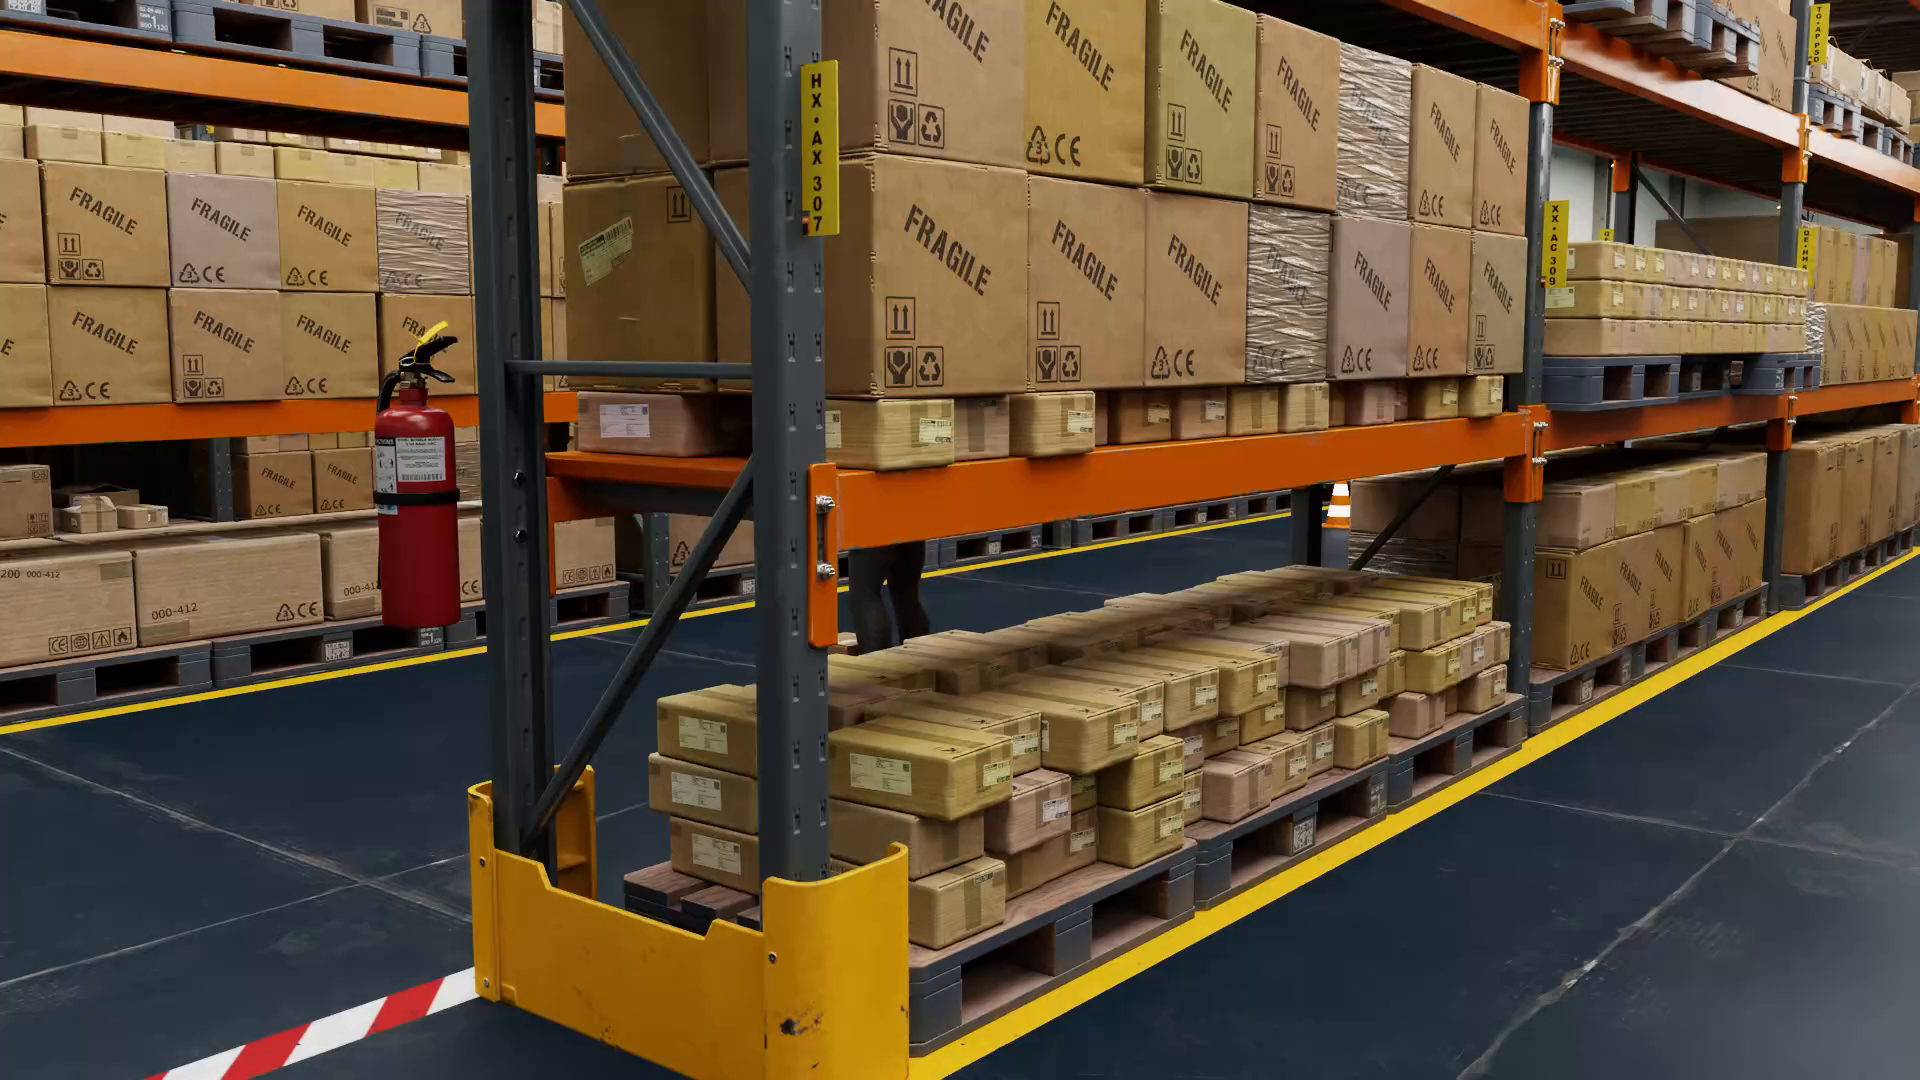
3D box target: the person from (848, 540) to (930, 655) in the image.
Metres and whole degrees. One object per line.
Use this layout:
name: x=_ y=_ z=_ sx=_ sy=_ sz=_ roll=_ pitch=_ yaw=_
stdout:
person: x=-0.324 y=-0.116 z=7.228 sx=0.346 sy=1.656 sz=0.529 roll=5 pitch=8 yaw=36
